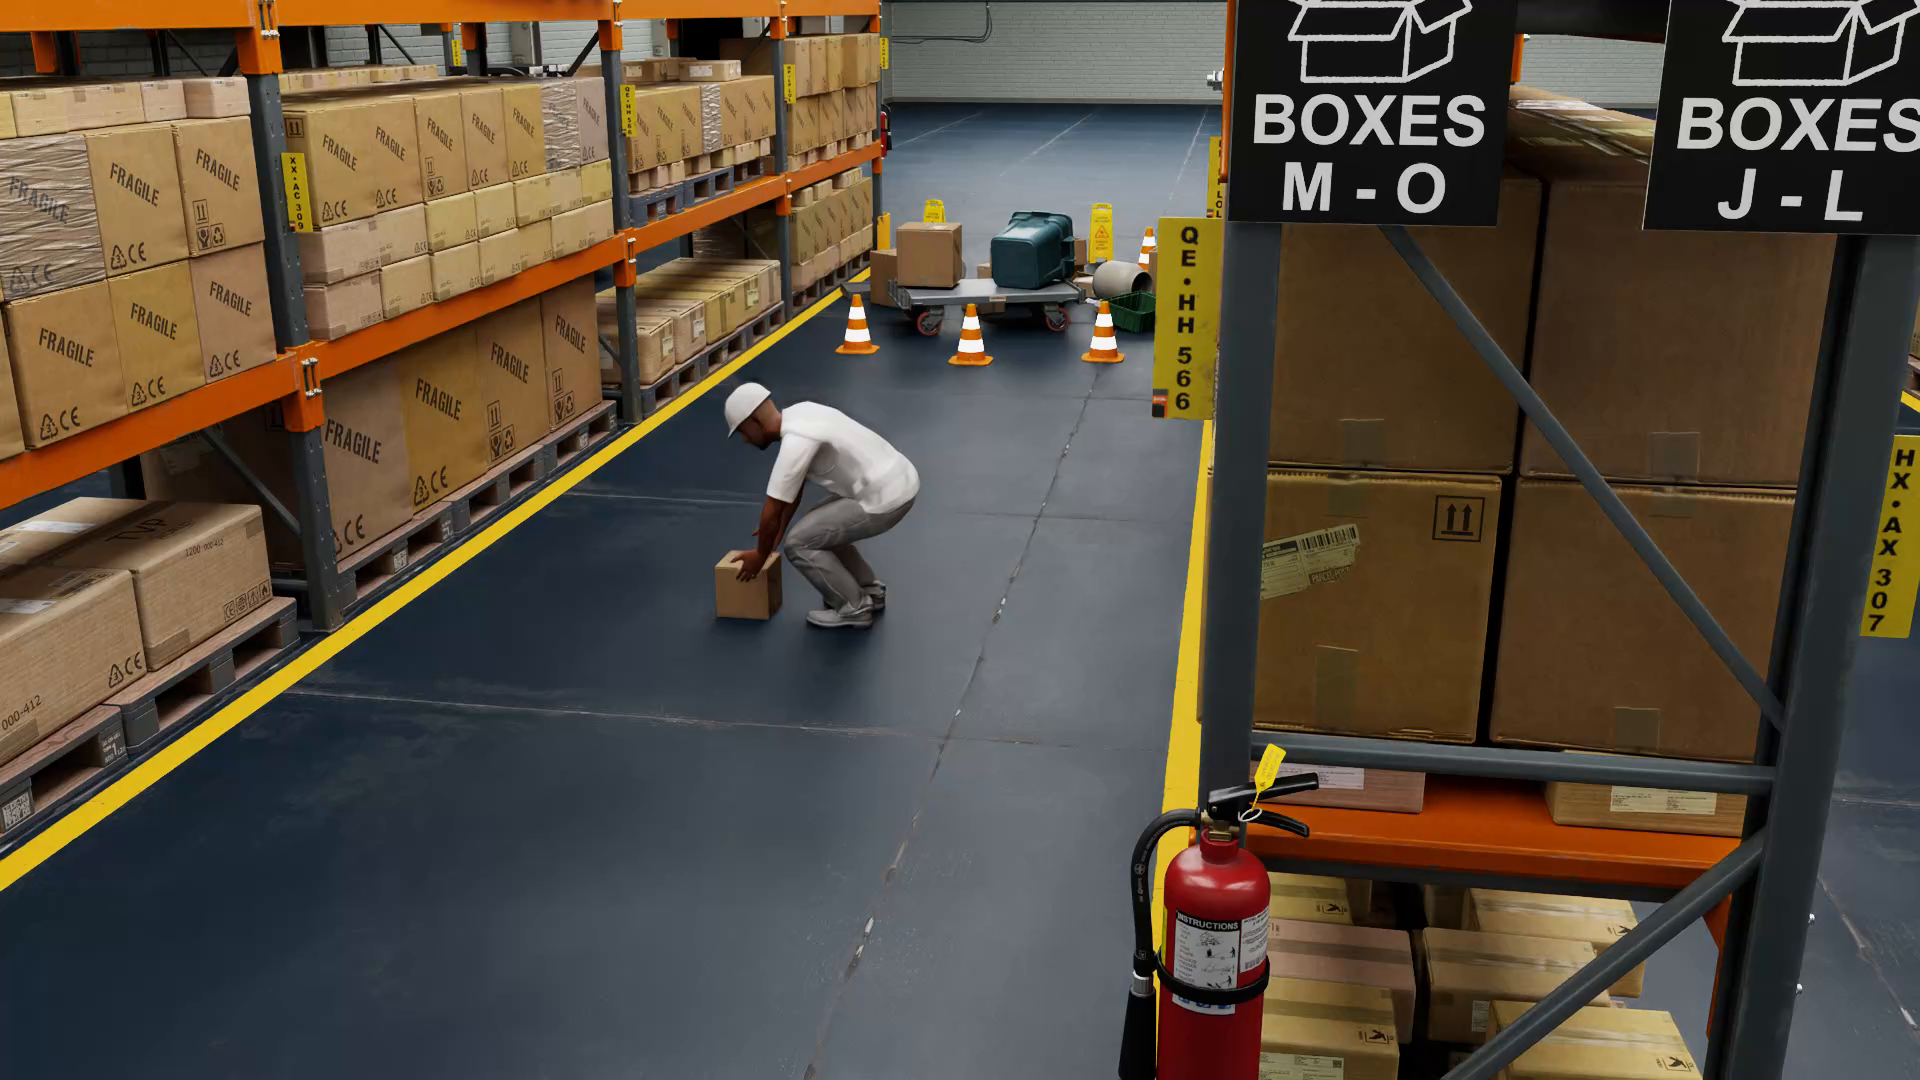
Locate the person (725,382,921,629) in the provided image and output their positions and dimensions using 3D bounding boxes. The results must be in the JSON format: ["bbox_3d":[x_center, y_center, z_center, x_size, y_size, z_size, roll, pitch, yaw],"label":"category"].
[{"bbox_3d":[-0.628,-0.164,7.605,0.869,1.111,0.606,3,18,9],"label":"person"}]
